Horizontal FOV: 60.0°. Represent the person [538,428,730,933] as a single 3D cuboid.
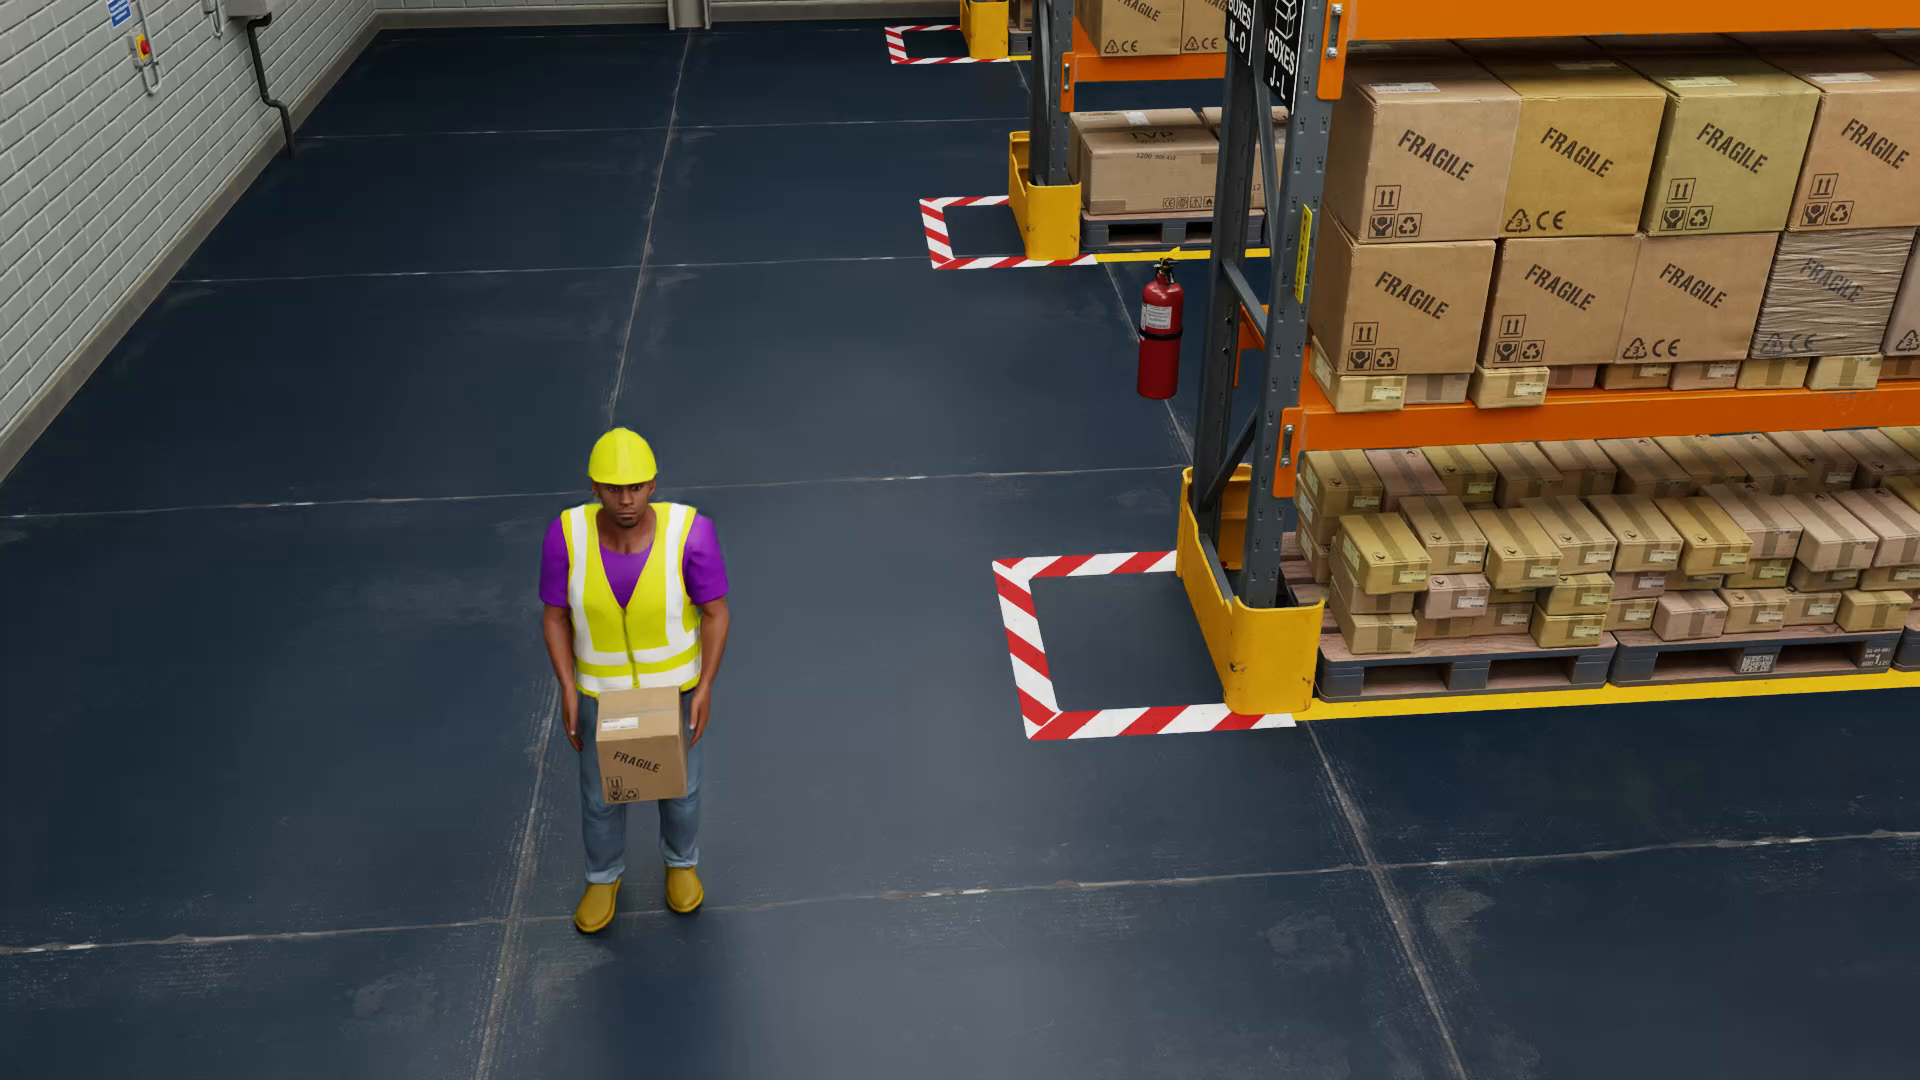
[{"bbox_3d":[-1.021,0.477,5.319,0.607,1.762,0.466,-3,31,-5],"label":"person"}]
